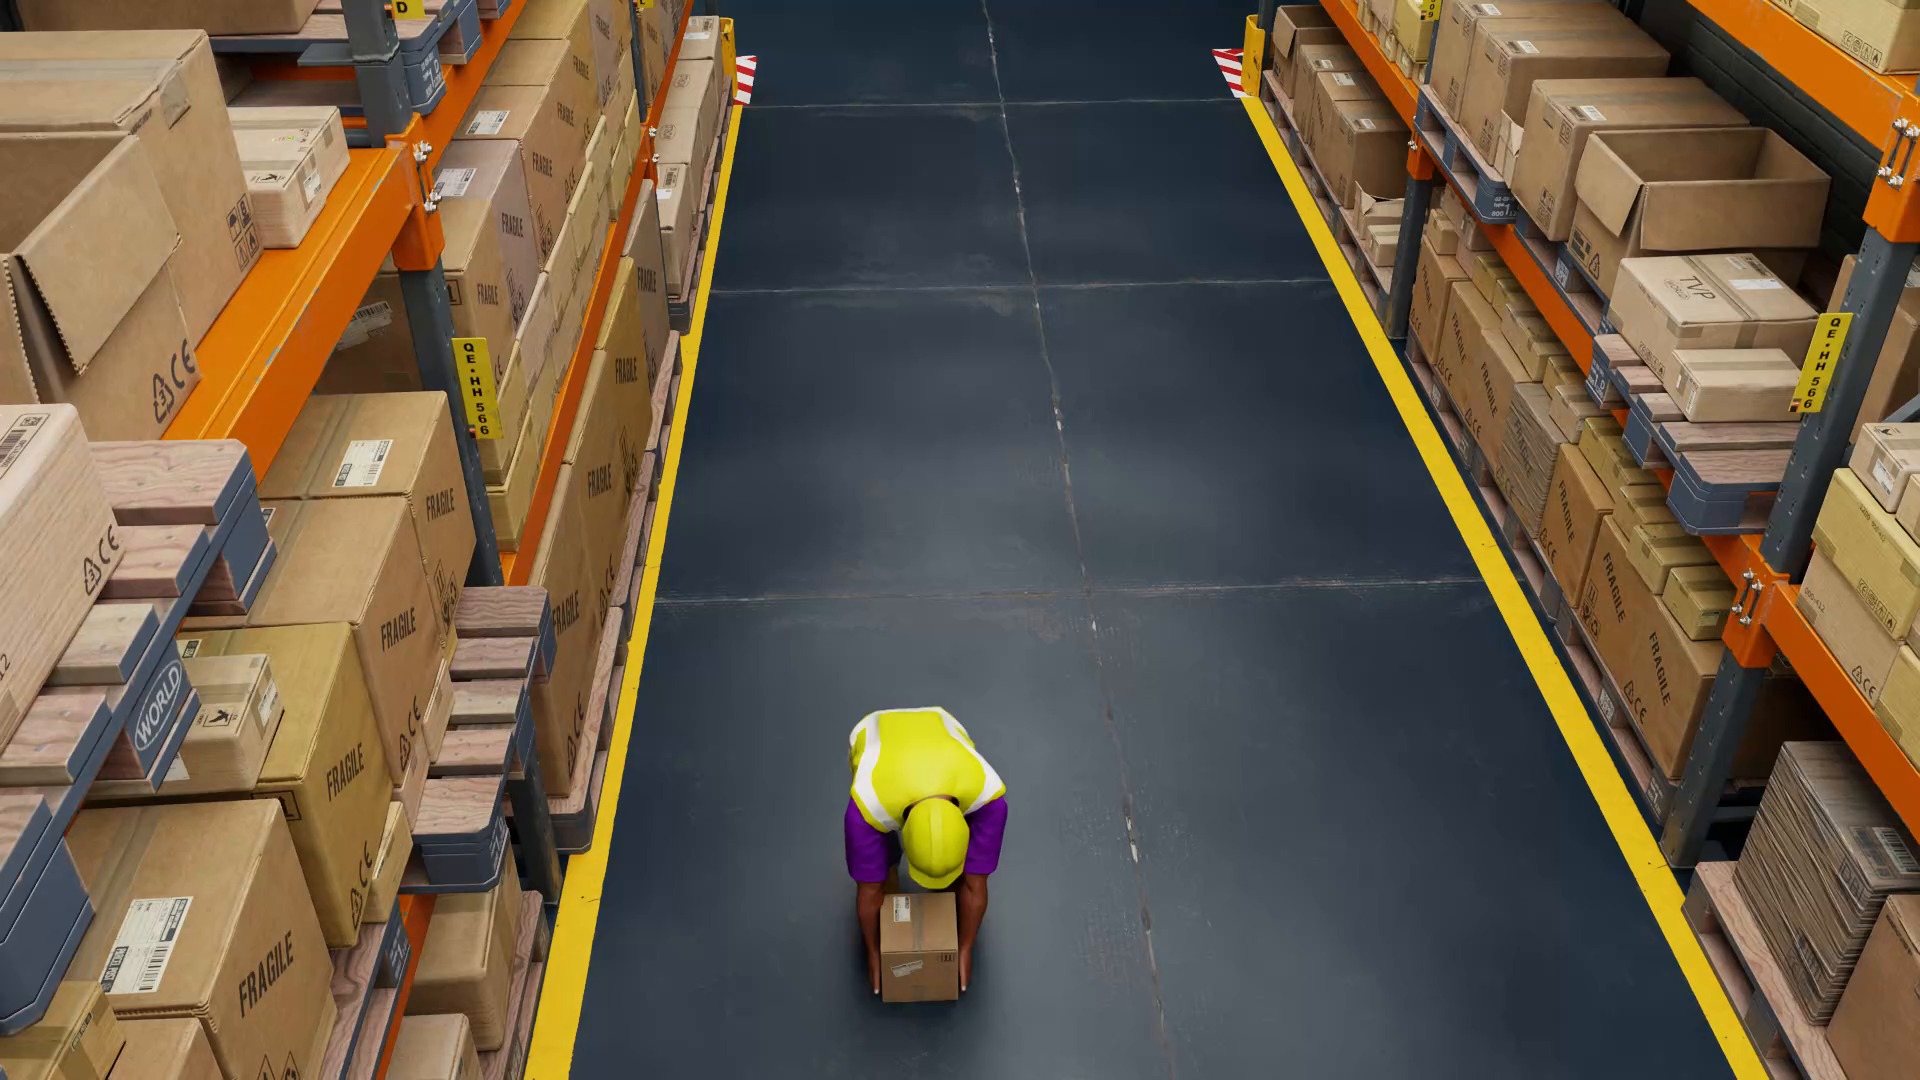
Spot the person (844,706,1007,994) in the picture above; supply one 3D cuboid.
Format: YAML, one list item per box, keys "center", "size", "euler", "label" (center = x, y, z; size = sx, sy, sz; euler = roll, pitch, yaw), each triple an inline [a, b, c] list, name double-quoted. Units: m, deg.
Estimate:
- center: [-0.119, 0.988, 5.626]
  size: [0.534, 0.889, 0.933]
  euler: [-2, 35, -3]
  label: "person"
